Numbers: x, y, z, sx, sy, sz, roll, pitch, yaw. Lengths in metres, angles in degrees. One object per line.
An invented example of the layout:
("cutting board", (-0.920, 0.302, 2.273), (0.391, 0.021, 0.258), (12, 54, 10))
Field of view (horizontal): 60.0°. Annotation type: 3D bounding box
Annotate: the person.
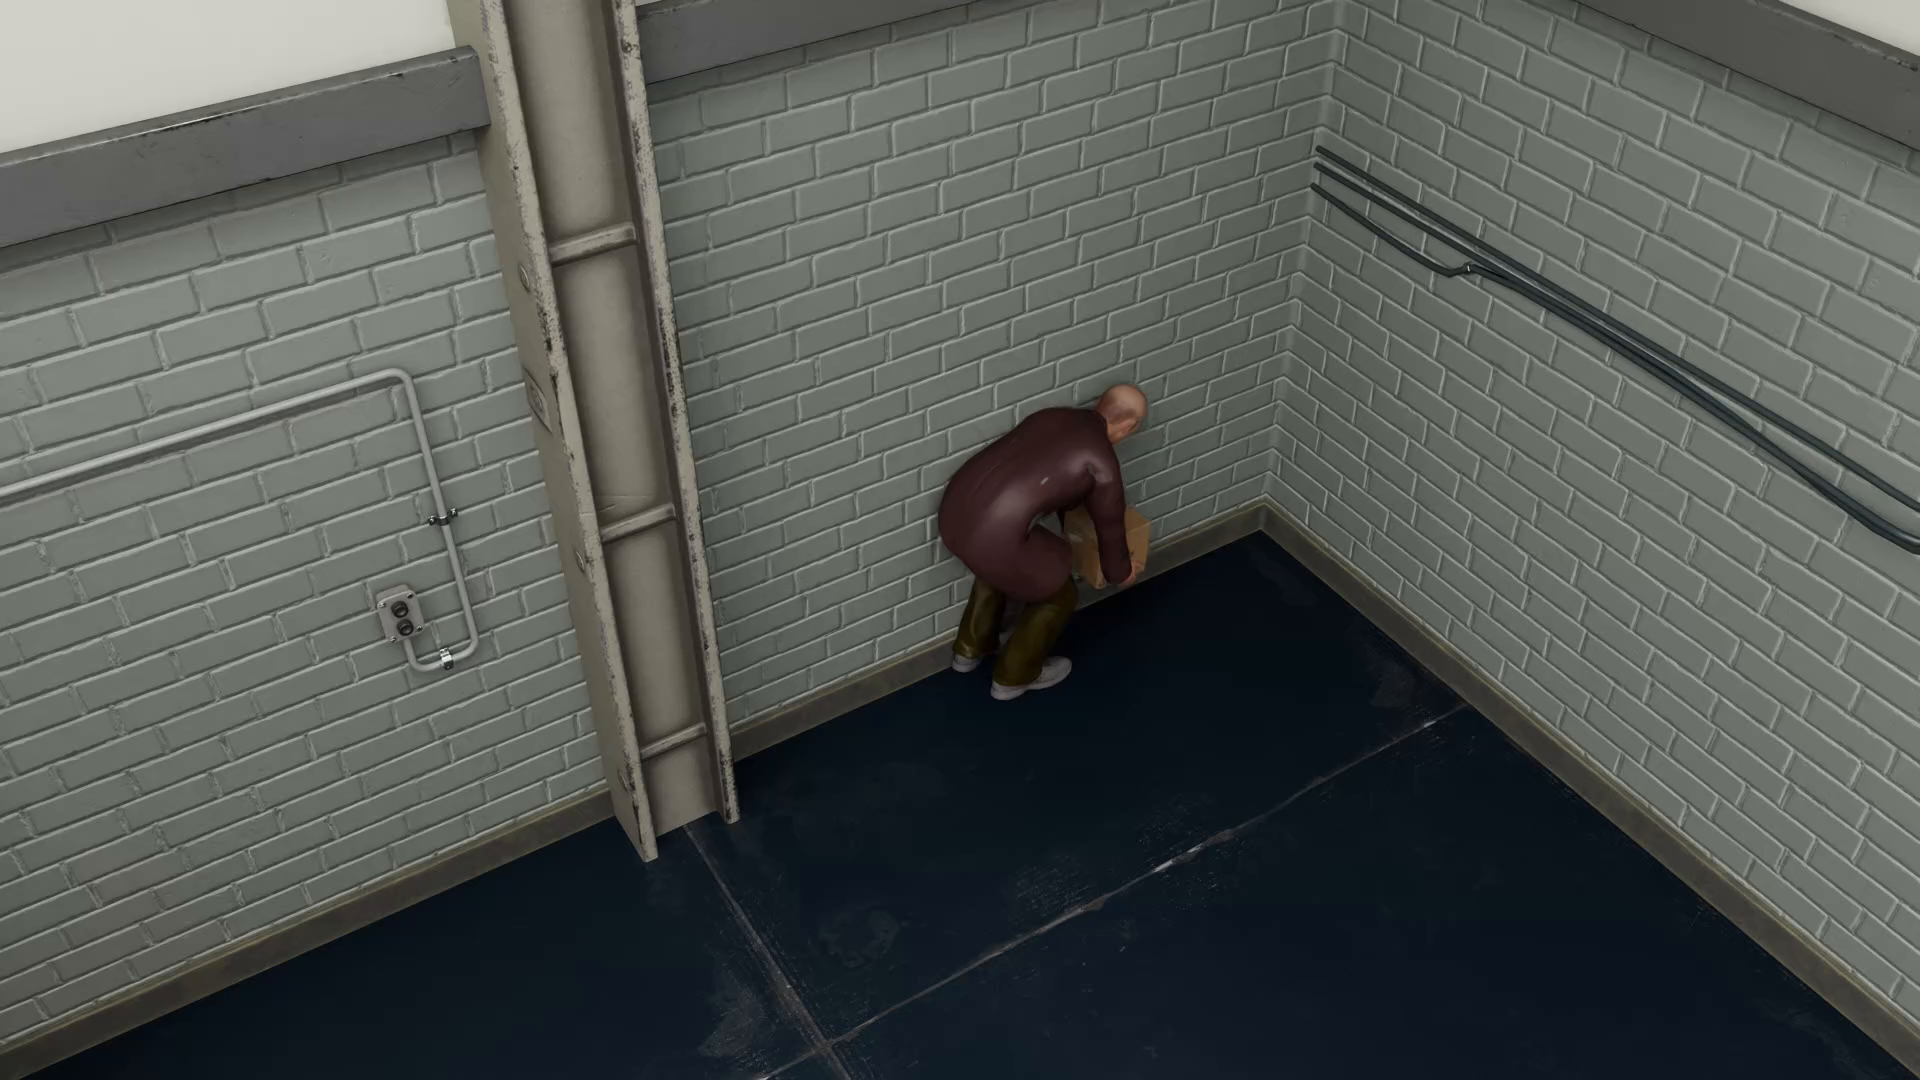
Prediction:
("person", (0.342, 0.033, 6.610), (0.928, 1.157, 0.574), (-24, 46, -26))
